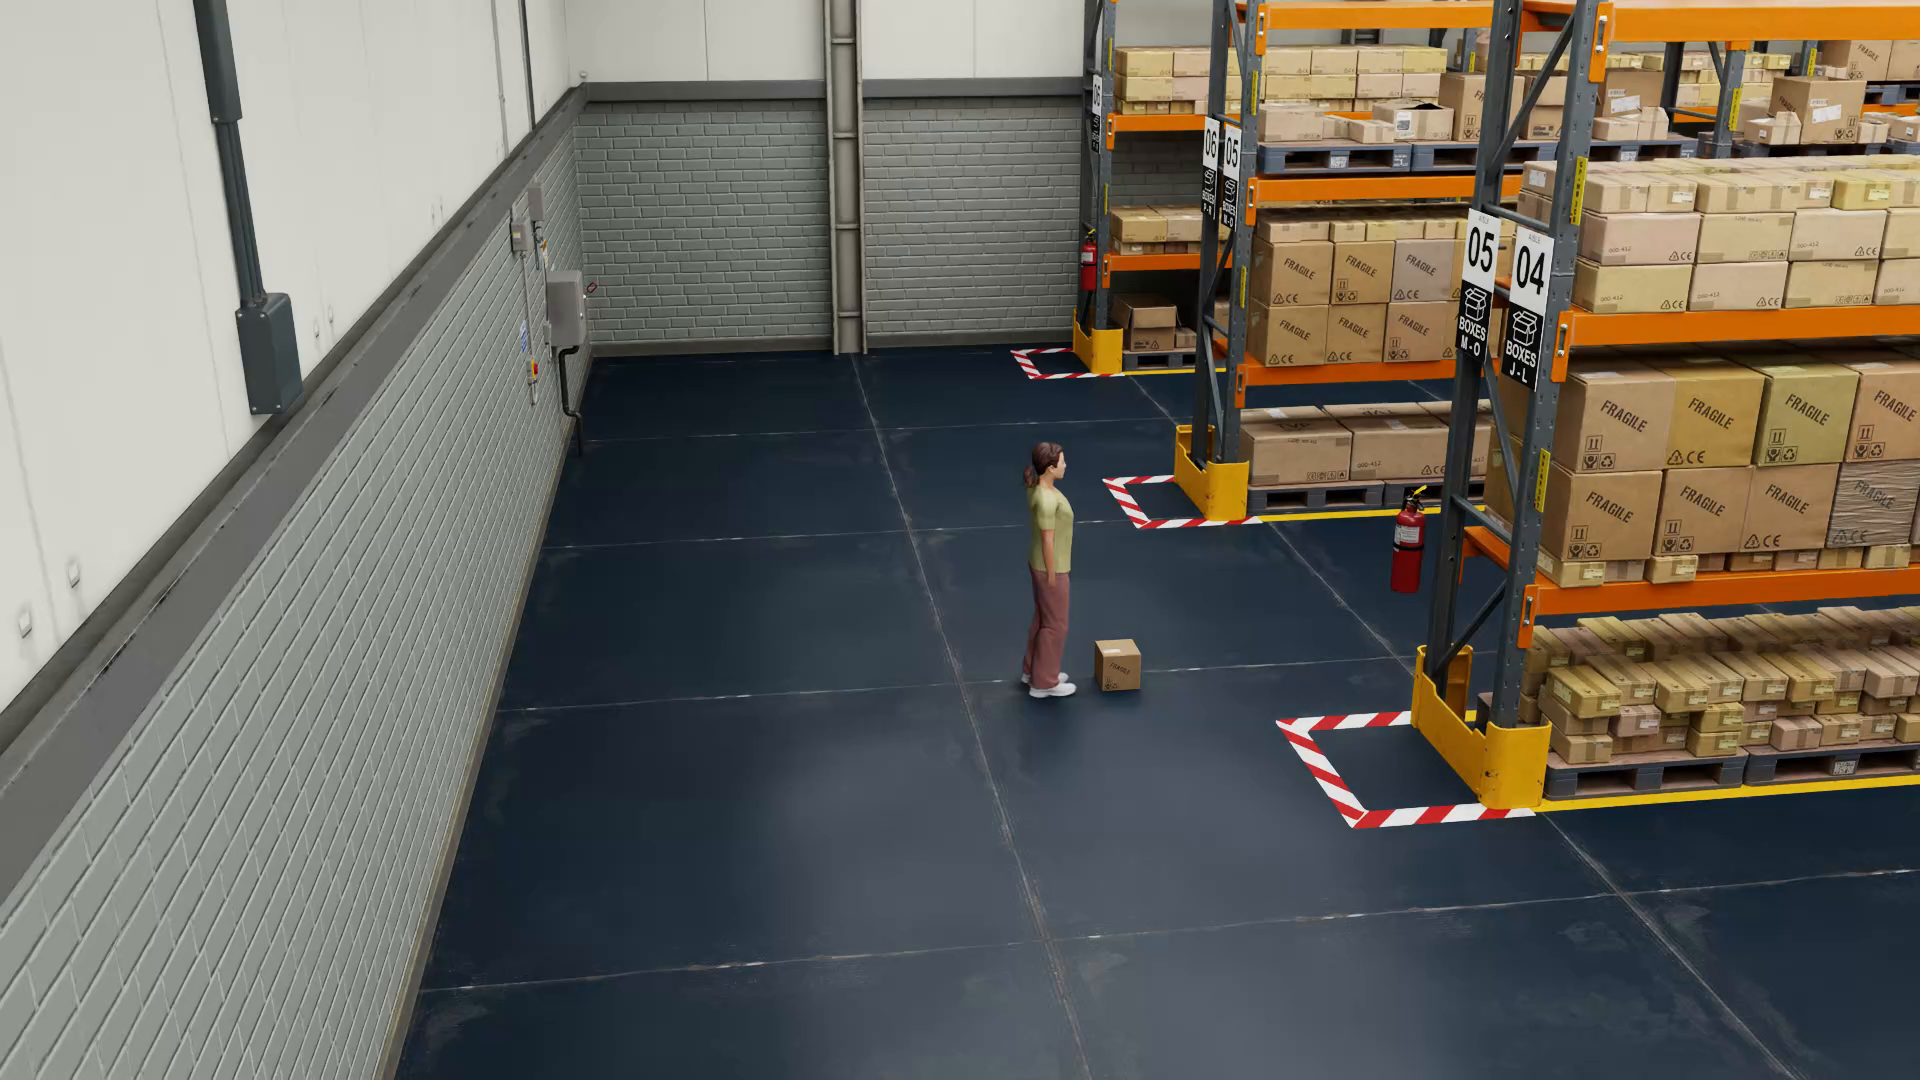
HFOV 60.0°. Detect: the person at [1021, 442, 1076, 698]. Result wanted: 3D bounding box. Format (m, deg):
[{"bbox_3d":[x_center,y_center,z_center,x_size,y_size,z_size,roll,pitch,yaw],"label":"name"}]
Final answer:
[{"bbox_3d":[0.557,0.178,10.601,0.365,1.667,0.439,-2,20,-7],"label":"person"}]
